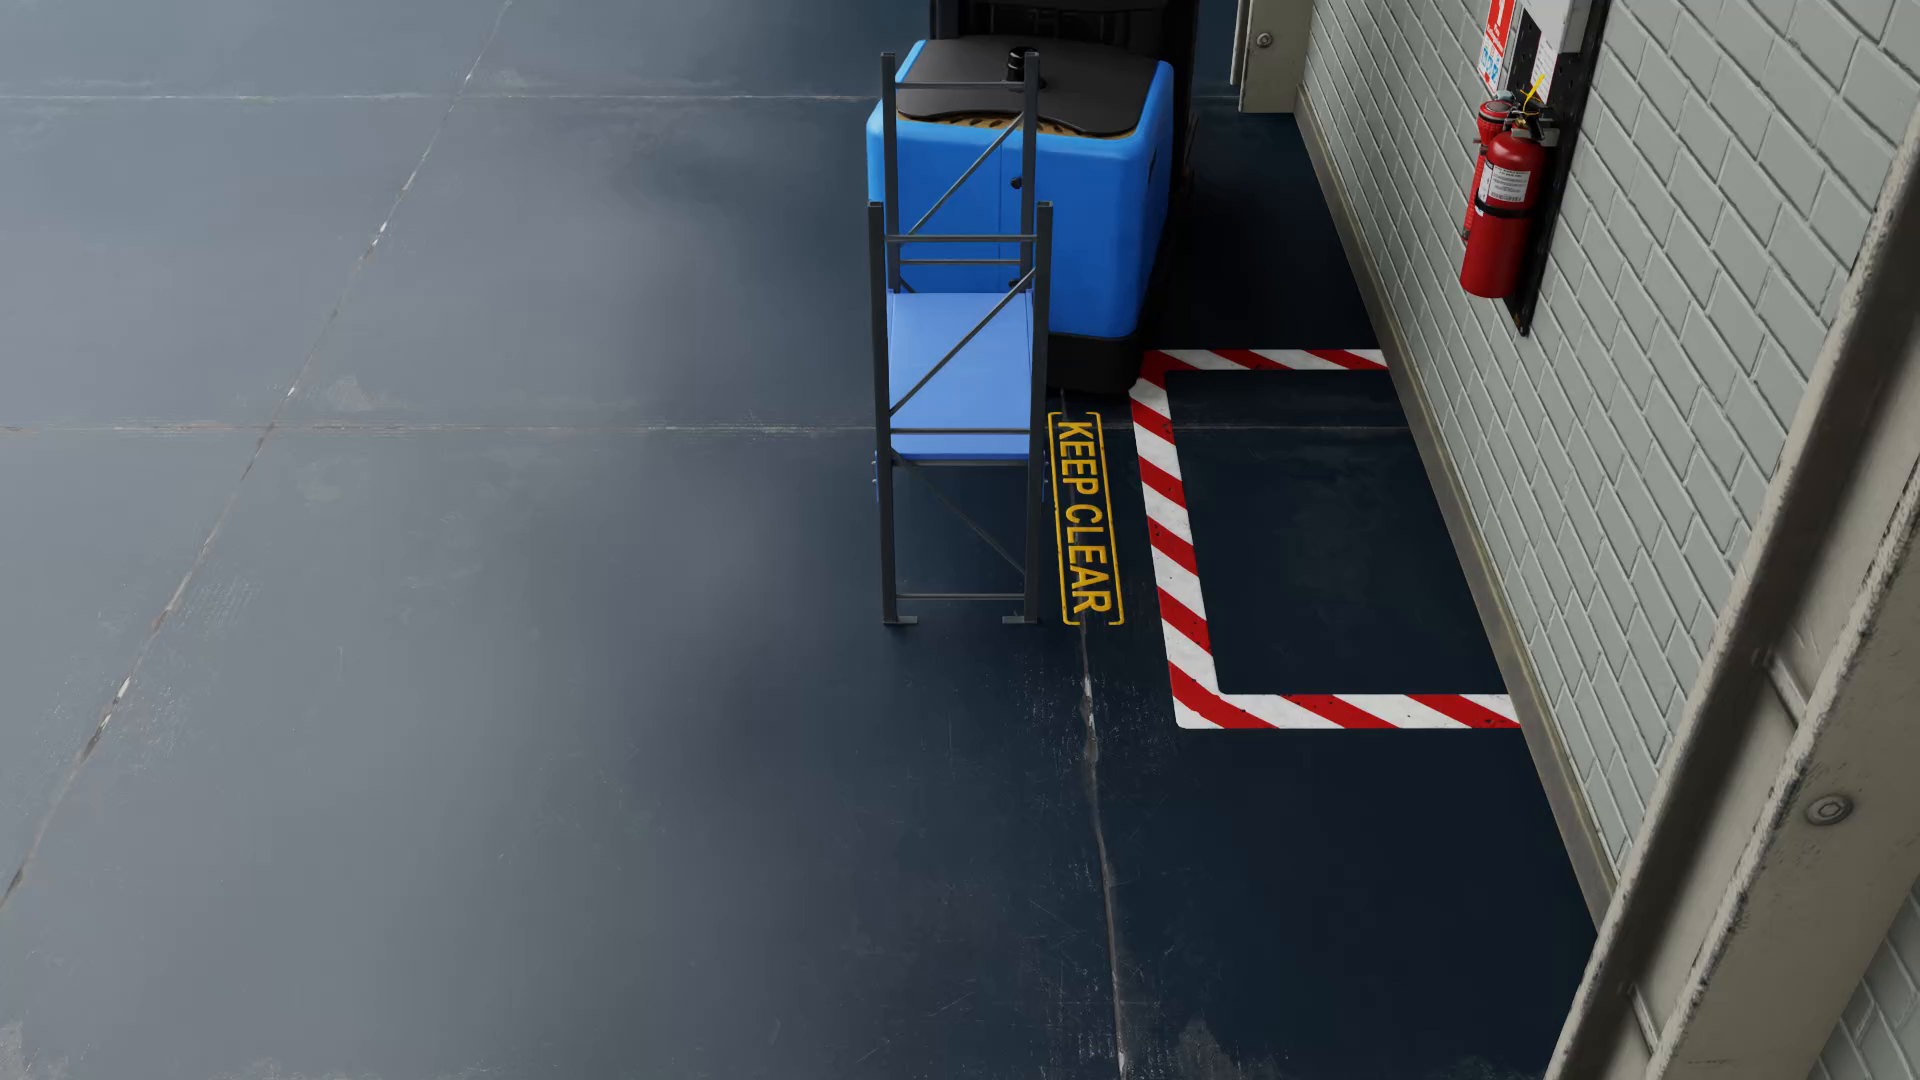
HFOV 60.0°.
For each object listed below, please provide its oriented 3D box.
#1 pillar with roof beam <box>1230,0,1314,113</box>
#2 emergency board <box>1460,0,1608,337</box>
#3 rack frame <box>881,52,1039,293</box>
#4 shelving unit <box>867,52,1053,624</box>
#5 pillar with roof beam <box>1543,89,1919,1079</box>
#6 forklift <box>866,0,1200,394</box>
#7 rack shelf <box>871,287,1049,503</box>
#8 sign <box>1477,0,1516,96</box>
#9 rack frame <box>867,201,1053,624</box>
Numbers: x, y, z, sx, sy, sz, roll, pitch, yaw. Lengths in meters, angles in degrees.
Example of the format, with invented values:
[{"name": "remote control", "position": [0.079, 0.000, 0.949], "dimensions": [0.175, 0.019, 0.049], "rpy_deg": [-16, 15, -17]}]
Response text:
[{"name": "pillar with roof beam", "position": [-2.726, -5.809, 5.803], "dimensions": [9.100, 9.000, 0.400], "rpy_deg": [0, 39, 0]}, {"name": "emergency board", "position": [1.621, -1.264, 4.929], "dimensions": [0.194, 1.169, 0.643], "rpy_deg": [0, 39, 0]}, {"name": "rack frame", "position": [-0.001, -0.956, 5.744], "dimensions": [0.500, 1.500, 0.032], "rpy_deg": [0, 39, 0]}, {"name": "shelving unit", "position": [0.000, -0.639, 5.348], "dimensions": [0.538, 1.500, 1.048], "rpy_deg": [0, 39, 0]}, {"name": "pillar with roof beam", "position": [-2.719, -2.057, 1.121], "dimensions": [9.100, 9.000, 0.400], "rpy_deg": [0, 39, 0]}, {"name": "forklift", "position": [0.468, -2.625, 6.681], "dimensions": [1.130, 2.935, 3.031], "rpy_deg": [8, 39, 10]}, {"name": "rack shelf", "position": [0.000, -0.498, 5.460], "dimensions": [0.538, 0.185, 1.000], "rpy_deg": [0, 39, 0]}, {"name": "sign", "position": [1.724, -1.624, 5.349], "dimensions": [0.001, 0.329, 0.234], "rpy_deg": [0, 39, 0]}, {"name": "rack frame", "position": [0.000, -0.321, 4.951], "dimensions": [0.500, 1.500, 0.032], "rpy_deg": [0, 39, 0]}]
